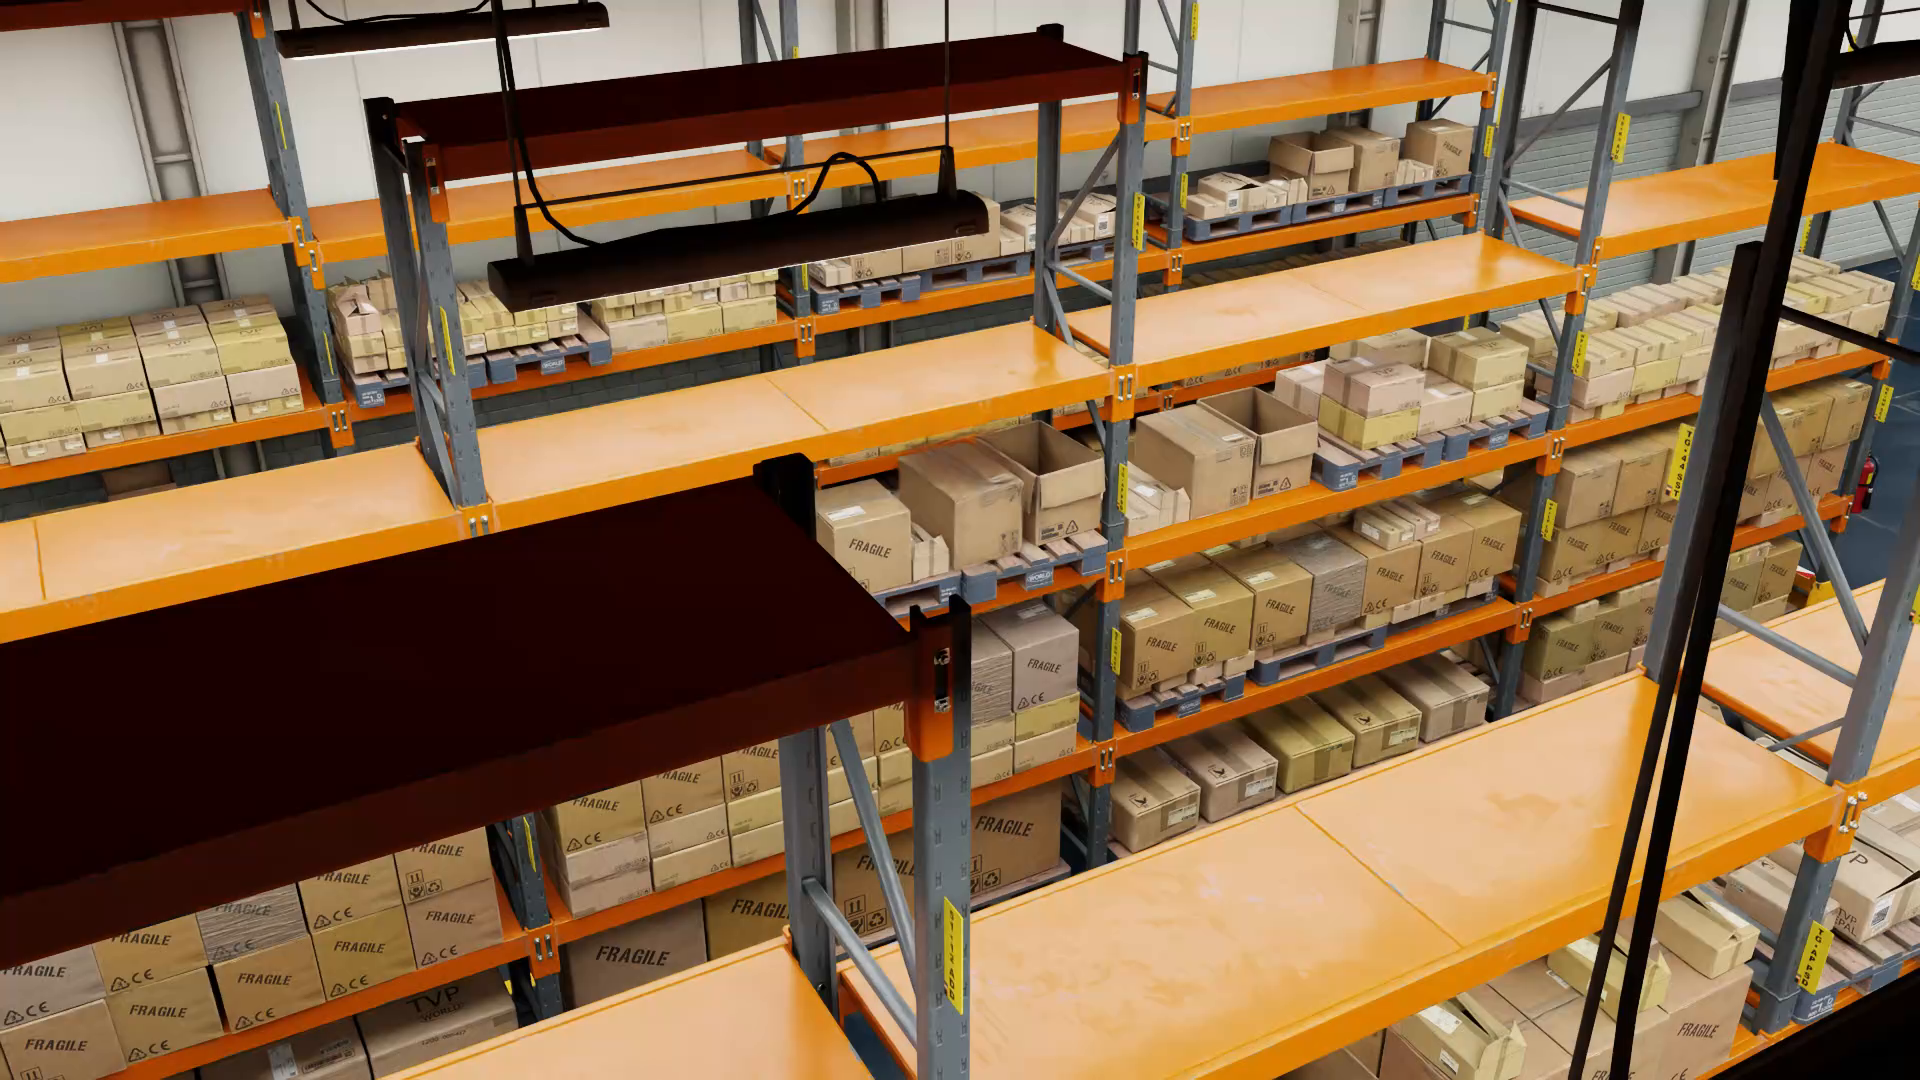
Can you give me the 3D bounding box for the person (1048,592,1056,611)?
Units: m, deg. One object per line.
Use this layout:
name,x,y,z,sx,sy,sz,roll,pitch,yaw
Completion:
person,0.795,0.132,14.913,0.604,1.806,0.580,-21,34,-34
